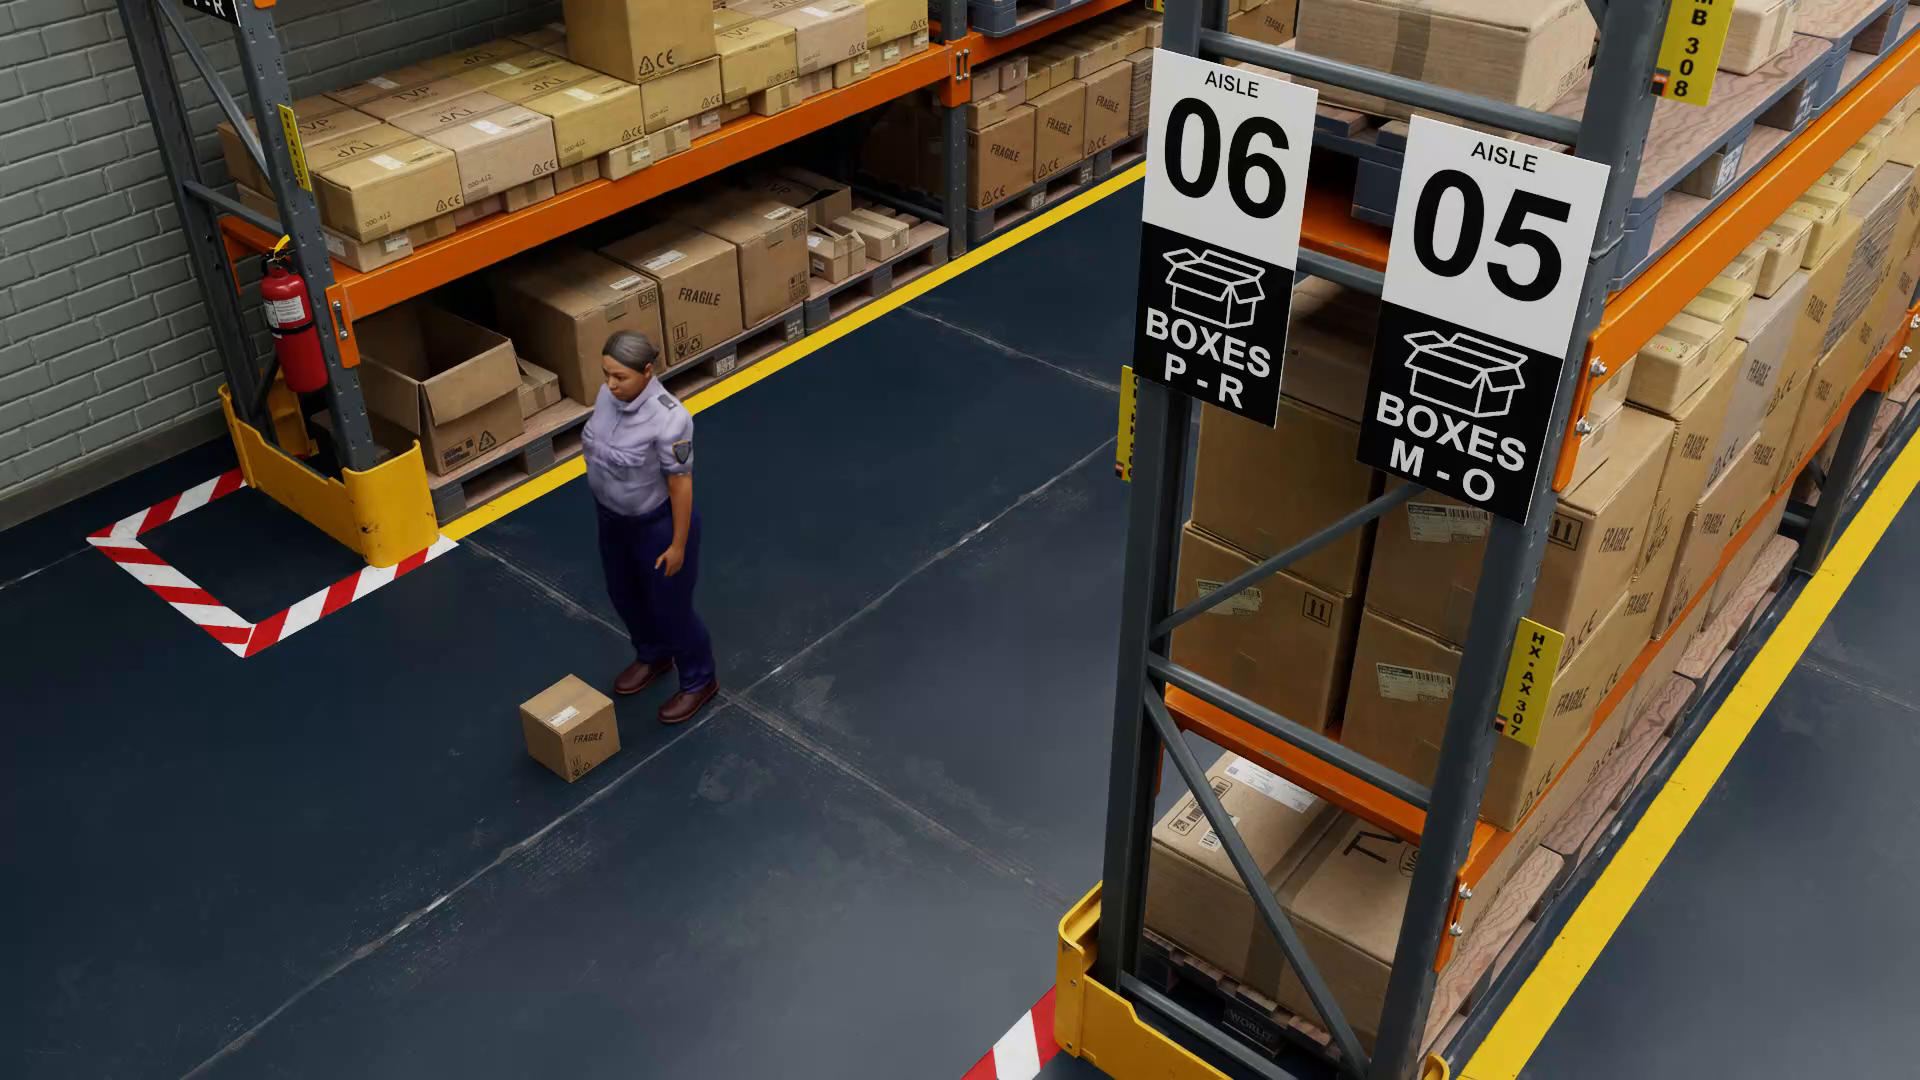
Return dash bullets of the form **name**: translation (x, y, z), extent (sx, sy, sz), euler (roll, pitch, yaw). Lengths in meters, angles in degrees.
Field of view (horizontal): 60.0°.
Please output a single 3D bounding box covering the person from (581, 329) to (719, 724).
- **person**: translation (-1.168, -0.051, 6.238), extent (0.470, 1.644, 0.342), euler (27, 43, 32)
